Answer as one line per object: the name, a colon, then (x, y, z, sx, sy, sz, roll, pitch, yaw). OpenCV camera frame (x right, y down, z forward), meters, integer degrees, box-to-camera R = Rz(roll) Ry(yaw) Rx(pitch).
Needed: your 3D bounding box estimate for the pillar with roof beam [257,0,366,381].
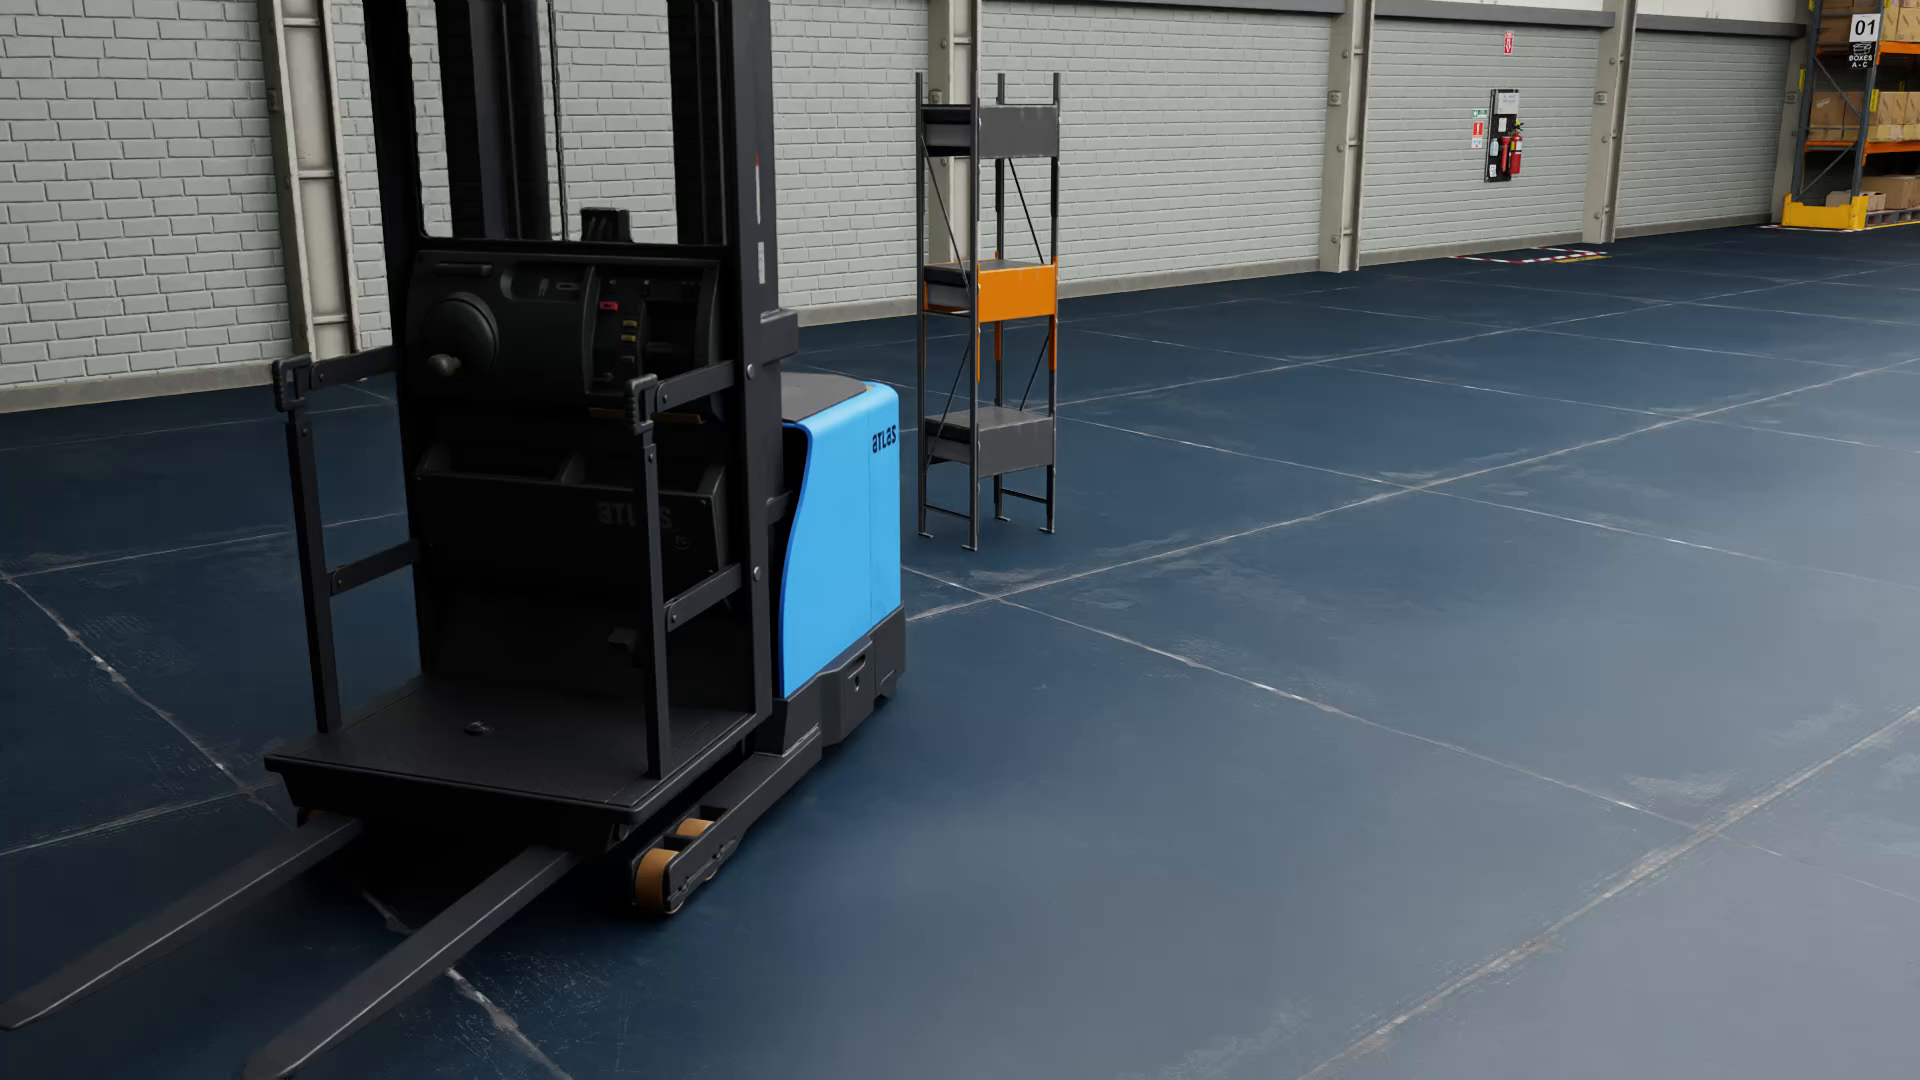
pillar with roof beam: (-1.748, -4.670, 7.795, 0.400, 9.000, 9.100, -13, 19, -39)

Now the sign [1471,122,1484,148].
sign: (6.631, -5.191, 21.302, 0.234, 0.329, 0.001, -13, 19, -39)

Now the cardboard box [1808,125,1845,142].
cardboard box: (13.796, -6.442, 26.307, 0.500, 0.250, 0.500, -12, 19, -39)

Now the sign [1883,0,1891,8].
sign: (13.927, -8.154, 24.958, 0.005, 0.325, 0.100, -13, 19, -39)

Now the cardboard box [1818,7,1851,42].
cardboard box: (13.719, -8.015, 25.899, 0.500, 0.500, 0.500, -11, 18, -35)

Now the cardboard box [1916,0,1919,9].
cardboard box: (14.812, -8.560, 26.003, 0.500, 0.500, 0.500, -12, 19, -38)

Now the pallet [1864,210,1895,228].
pallet: (14.264, -5.184, 26.750, 1.213, 0.211, 1.003, -13, 19, -39)

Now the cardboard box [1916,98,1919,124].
cardboard box: (15.283, -6.968, 26.822, 0.500, 0.500, 0.500, -12, 19, -38)

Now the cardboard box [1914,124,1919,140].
cardboard box: (15.301, -6.607, 26.925, 0.500, 0.250, 0.500, -12, 19, -39)

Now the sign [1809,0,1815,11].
sign: (13.222, -8.376, 25.769, 0.005, 0.325, 0.100, -13, 19, -39)

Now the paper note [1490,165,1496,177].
paper note: (6.937, -4.805, 21.634, 0.142, 0.148, 0.016, -13, 19, -39)

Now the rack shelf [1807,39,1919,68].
rack shelf: (15.080, -7.829, 26.827, 4.000, 0.370, 1.077, -13, 19, -39)

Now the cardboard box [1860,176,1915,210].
cardboard box: (15.168, -5.704, 27.282, 0.500, 0.500, 0.700, -14, 21, -43)

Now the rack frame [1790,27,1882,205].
rack frame: (13.571, -6.388, 25.853, 0.127, 3.000, 1.000, -13, 19, -39)

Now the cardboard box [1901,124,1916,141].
cardboard box: (14.918, -6.522, 26.606, 0.500, 0.250, 0.500, -13, 20, -40)

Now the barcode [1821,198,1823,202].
barcode: (13.903, -5.487, 26.818, 0.075, 0.075, 0.001, -13, 19, -39)

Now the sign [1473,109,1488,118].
sign: (6.640, -5.446, 21.230, 0.331, 0.109, 0.001, -13, 19, -39)

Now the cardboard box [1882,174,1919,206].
cardboard box: (15.832, -5.887, 27.968, 0.500, 0.500, 0.500, 14, 21, 43)

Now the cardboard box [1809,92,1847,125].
cardboard box: (13.787, -6.809, 26.227, 0.500, 0.500, 0.500, -13, 20, -40)

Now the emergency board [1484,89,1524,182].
emergency board: (7.116, -5.247, 21.583, 0.643, 1.169, 0.194, -13, 19, -39)

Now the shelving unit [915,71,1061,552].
shelving unit: (0.125, -1.042, 7.584, 0.503, 2.100, 0.431, -13, 19, -39)

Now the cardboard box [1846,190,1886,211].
cardboard box: (14.582, -5.498, 26.878, 0.500, 0.311, 0.500, -11, 18, -35)

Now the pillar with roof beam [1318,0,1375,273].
pillar with roof beam: (7.305, -6.703, 15.405, 0.400, 9.000, 9.100, -13, 19, -39)

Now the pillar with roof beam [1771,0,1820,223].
pillar with roof beam: (16.357, -8.735, 23.015, 0.400, 9.000, 9.100, -13, 19, -39)

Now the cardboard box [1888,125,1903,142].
cardboard box: (14.530, -6.437, 26.287, 0.500, 0.250, 0.500, -13, 20, -41)

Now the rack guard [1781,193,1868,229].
rack guard: (13.628, -5.193, 26.224, 0.348, 0.500, 1.175, -13, 19, -39)

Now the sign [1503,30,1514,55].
sign: (7.044, -6.385, 21.351, 0.199, 0.298, 0.001, -13, 19, -39)

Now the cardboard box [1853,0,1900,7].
cardboard box: (14.021, -8.396, 25.389, 0.500, 0.500, 0.500, 14, 21, 43)

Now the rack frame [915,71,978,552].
rack frame: (-0.059, -1.001, 7.429, 0.015, 2.100, 0.400, -13, 19, -39)

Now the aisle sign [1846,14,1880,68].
aisle sign: (13.714, -7.573, 25.253, 0.004, 0.787, 0.394, -13, 19, -39)

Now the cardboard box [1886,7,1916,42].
cardboard box: (14.416, -7.987, 25.795, 0.500, 0.500, 0.500, -11, 19, -36)

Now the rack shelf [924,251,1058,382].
rack shelf: (0.125, -1.029, 7.588, 0.480, 0.518, 0.431, -13, 19, -39)

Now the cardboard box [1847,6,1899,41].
cardboard box: (13.987, -7.903, 25.480, 0.500, 0.500, 0.500, -12, 19, -38)

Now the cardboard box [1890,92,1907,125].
cardboard box: (14.508, -6.792, 26.163, 0.500, 0.500, 0.500, -13, 19, -39)

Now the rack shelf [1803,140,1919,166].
rack shelf: (15.080, -6.379, 27.214, 4.000, 0.370, 1.077, -13, 19, -39)

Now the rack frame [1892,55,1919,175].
rack frame: (16.588, -7.066, 28.390, 0.127, 3.000, 1.000, -13, 19, -39)

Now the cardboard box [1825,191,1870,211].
cardboard box: (14.152, -5.401, 26.516, 0.500, 0.311, 0.500, 13, 20, 41)

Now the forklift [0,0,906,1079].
forklift: (-1.136, -0.585, 4.262, 1.130, 2.935, 3.031, 5, 16, 18)

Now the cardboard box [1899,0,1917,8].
cardboard box: (14.432, -8.471, 25.670, 0.500, 0.500, 0.500, -13, 20, -40)

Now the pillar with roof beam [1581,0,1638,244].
pillar with roof beam: (11.831, -7.719, 19.210, 0.400, 9.000, 9.100, -13, 19, -39)

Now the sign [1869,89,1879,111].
sign: (13.927, -6.701, 25.346, 0.005, 0.325, 0.100, -13, 19, -39)

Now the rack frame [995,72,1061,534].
rack frame: (0.309, -1.084, 7.739, 0.015, 2.100, 0.400, -13, 19, -39)

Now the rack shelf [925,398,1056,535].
rack shelf: (0.125, -0.353, 7.768, 0.480, 0.518, 0.431, -13, 19, -39)

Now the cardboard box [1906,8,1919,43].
cardboard box: (14.805, -8.076, 26.127, 0.500, 0.500, 0.500, -12, 19, -37)

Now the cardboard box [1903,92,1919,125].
cardboard box: (14.902, -6.878, 26.486, 0.500, 0.500, 0.500, -13, 20, -41)

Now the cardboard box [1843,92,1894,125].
cardboard box: (14.128, -6.710, 25.857, 0.500, 0.500, 0.500, -13, 19, -39)

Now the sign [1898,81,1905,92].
sign: (16.221, -7.733, 28.642, 0.005, 0.325, 0.100, -13, 19, -39)

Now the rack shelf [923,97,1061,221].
rack shelf: (0.125, -1.706, 7.407, 0.480, 0.518, 0.431, -13, 19, -39)

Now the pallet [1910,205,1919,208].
pallet: (16.105, -5.598, 28.298, 1.213, 0.211, 1.003, -13, 19, -39)

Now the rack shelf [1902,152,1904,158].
rack shelf: (18.097, -7.057, 29.751, 4.000, 0.370, 1.077, -13, 19, -39)

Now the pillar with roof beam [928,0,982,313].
pillar with roof beam: (2.778, -5.686, 11.600, 0.400, 9.000, 9.100, -13, 19, -39)

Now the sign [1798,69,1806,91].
sign: (13.222, -7.212, 26.080, 0.005, 0.325, 0.100, -13, 19, -39)

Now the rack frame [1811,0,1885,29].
rack frame: (13.571, -9.286, 25.079, 0.127, 3.000, 1.000, -13, 19, -39)

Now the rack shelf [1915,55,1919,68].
rack shelf: (18.097, -8.506, 29.364, 4.000, 0.370, 1.077, -13, 19, -39)

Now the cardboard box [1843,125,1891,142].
cardboard box: (14.147, -6.346, 25.948, 0.500, 0.250, 0.500, -13, 20, -41)

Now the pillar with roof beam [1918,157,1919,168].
pillar with roof beam: (20.883, -9.752, 26.821, 0.400, 9.000, 9.100, -13, 19, -39)

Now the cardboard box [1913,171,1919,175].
cardboard box: (17.133, -6.198, 29.134, 0.500, 0.500, 0.700, -12, 19, -38)

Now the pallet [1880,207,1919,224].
pallet: (15.184, -5.390, 27.520, 1.213, 0.211, 1.003, -13, 19, -39)

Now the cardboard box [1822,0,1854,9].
cardboard box: (13.724, -8.502, 25.785, 0.500, 0.500, 0.500, -12, 19, -37)
